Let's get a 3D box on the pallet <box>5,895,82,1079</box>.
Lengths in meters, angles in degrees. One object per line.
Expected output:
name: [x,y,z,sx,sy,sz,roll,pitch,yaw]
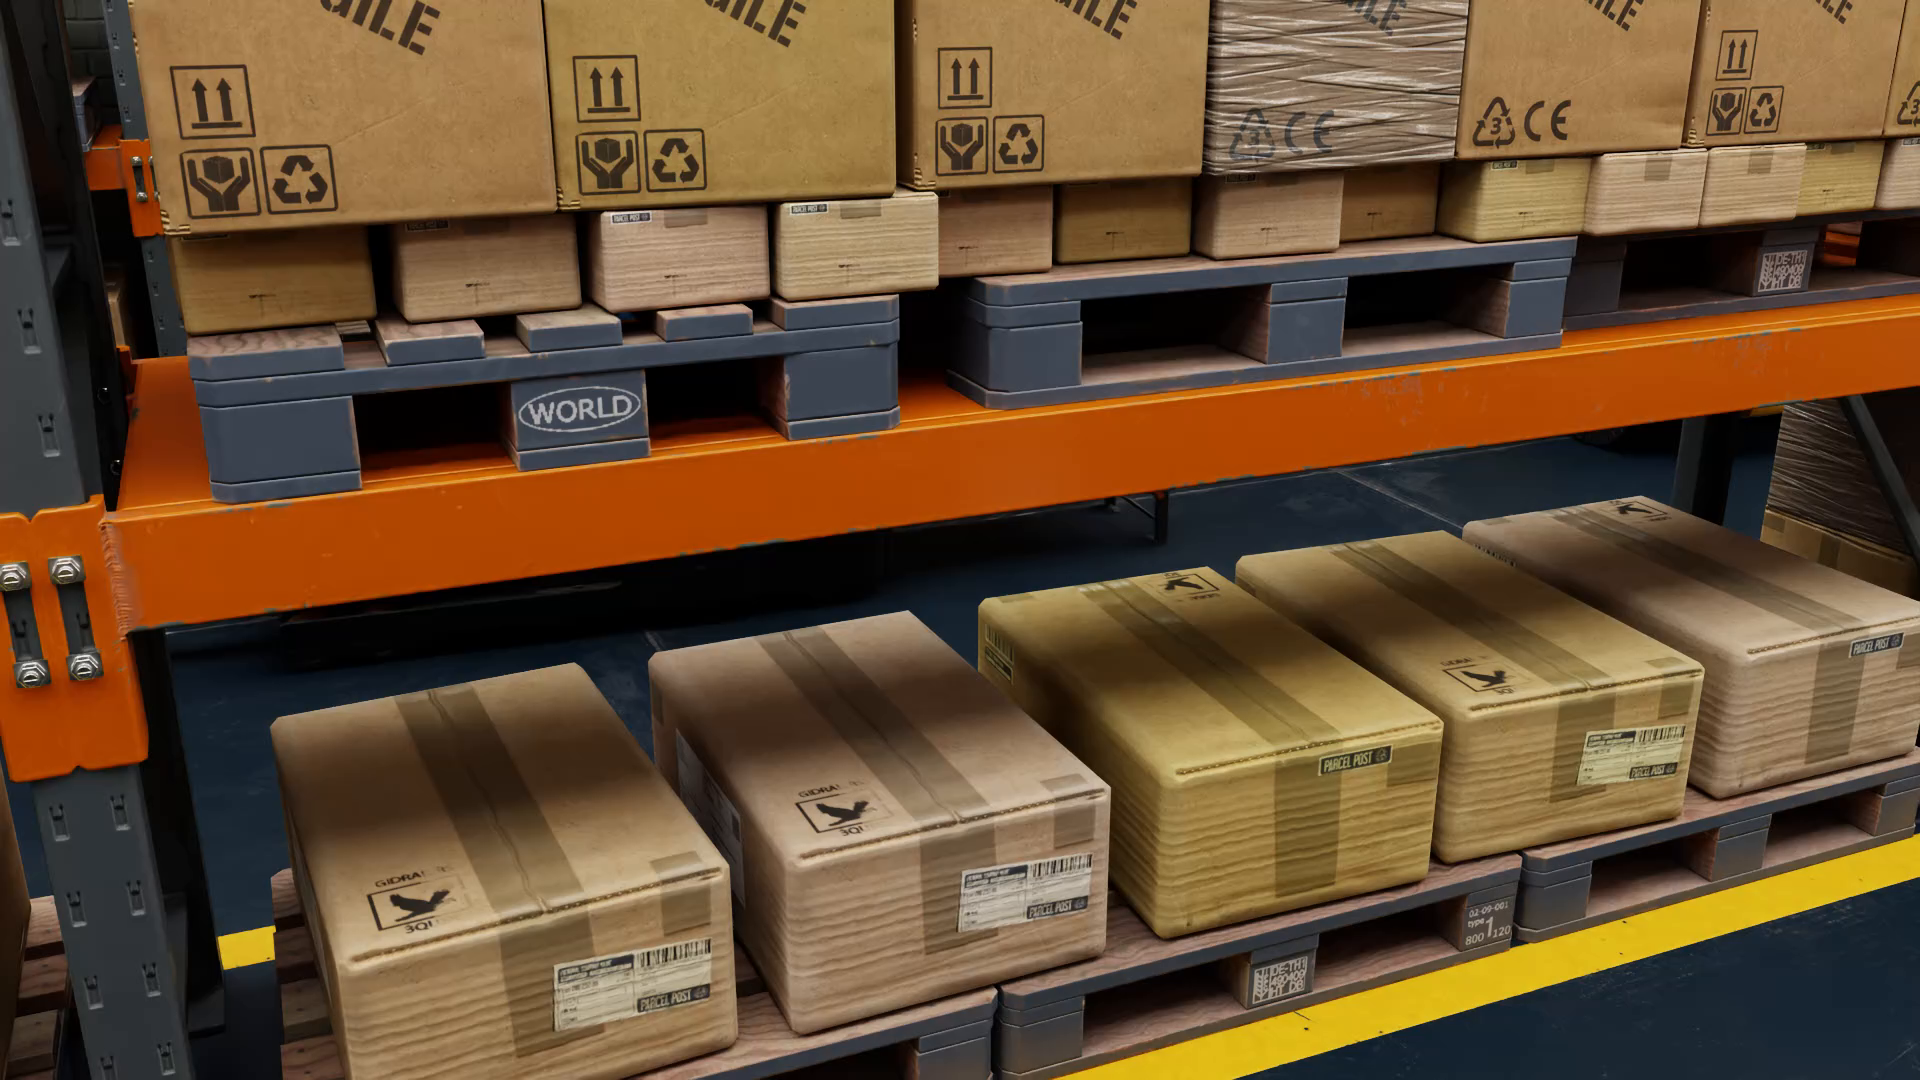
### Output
pallet: [-2.149,1.041,2.747,1.213,0.211,1.003,-8,21,-22]

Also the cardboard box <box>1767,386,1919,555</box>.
cardboard box: [2.715,-0.296,4.724,0.500,0.500,0.500,-8,21,-23]

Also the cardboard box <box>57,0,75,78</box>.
cardboard box: [-3.899,-2.093,6.668,0.500,0.500,0.500,-7,21,-19]

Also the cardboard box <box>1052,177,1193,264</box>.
cardboard box: [0.214,-0.604,2.967,0.250,0.149,0.380,-7,21,-20]

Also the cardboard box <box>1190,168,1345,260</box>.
cardboard box: [0.480,-0.618,3.008,0.250,0.149,0.380,-7,21,-20]

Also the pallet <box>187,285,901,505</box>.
pallet: [-0.783,-0.391,2.904,1.003,0.211,1.213,-8,21,-22]

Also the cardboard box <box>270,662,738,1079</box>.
cardboard box: [-0.872,0.615,3.083,0.625,0.372,0.950,-10,22,-26]

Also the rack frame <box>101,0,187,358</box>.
rack frame: [-3.365,-1.868,6.811,0.127,3.000,1.000,-8,21,-22]

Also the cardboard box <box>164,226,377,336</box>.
cardboard box: [-1.023,-0.421,2.446,0.250,0.149,0.380,-9,22,-25]

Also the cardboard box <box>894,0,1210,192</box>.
cardboard box: [0.070,-0.872,2.750,0.500,0.500,0.500,-8,21,-21]

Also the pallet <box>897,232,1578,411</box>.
pallet: [0.406,-0.537,3.320,1.213,0.211,1.003,-8,21,-22]

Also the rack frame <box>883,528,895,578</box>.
rack frame: [-0.315,-0.481,5.694,0.032,1.125,0.500,-6,20,-17]

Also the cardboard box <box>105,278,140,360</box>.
cardboard box: [-3.668,-0.766,6.812,0.500,0.500,0.500,-8,21,-20]

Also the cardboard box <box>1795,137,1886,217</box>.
cardboard box: [1.665,-0.779,3.465,0.250,0.149,0.380,-9,21,-24]

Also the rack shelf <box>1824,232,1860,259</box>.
rack shelf: [4.114,-0.805,4.875,4.000,0.370,1.077,-8,21,-22]

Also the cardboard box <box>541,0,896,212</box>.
cardboard box: [-0.415,-0.800,2.546,0.500,0.500,0.500,-7,21,-19]

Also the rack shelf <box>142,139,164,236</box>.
rack shelf: [-1.528,-1.792,7.678,4.000,0.370,1.077,-8,21,-22]

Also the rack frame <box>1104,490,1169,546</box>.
rack frame: [0.649,-0.589,6.000,0.032,1.125,0.500,-6,20,-17]

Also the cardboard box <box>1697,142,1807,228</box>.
cardboard box: [1.443,-0.735,3.338,0.250,0.149,0.380,-9,21,-23]

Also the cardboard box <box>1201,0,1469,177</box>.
cardboard box: [0.533,-0.935,2.930,0.500,0.500,0.500,-9,21,-24]

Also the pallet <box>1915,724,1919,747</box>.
pallet: [2.880,0.335,4.753,1.213,0.211,1.003,-8,21,-22]

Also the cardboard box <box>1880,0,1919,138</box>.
cardboard box: [1.944,-1.136,3.501,0.500,0.500,0.500,-9,21,-23]

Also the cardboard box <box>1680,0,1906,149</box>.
cardboard box: [1.490,-1.070,3.314,0.500,0.500,0.500,-8,21,-22]

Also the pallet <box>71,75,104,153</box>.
pallet: [-3.959,-1.667,6.529,1.003,0.211,1.213,-8,21,-22]

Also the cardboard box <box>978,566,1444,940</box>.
cardboard box: [0.501,0.418,3.644,0.625,0.372,0.950,-7,21,-20]

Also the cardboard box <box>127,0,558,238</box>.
cardboard box: [-0.890,-0.729,2.345,0.500,0.500,0.500,-9,21,-23]

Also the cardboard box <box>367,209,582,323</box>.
cardboard box: [-0.750,-0.447,2.522,0.250,0.149,0.380,-10,22,-25]

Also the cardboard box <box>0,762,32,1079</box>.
cardboard box: [-2.062,0.515,2.610,0.875,0.875,0.875,-8,21,-22]

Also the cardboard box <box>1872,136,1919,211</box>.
cardboard box: [1.915,-0.809,3.549,0.250,0.149,0.380,-8,21,-21]

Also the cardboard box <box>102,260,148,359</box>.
cardboard box: [-3.863,-0.917,7.242,0.500,0.500,0.500,-7,21,-20]

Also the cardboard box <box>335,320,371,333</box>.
cardboard box: [-2.787,-1.024,7.357,0.625,0.625,0.875,-7,21,-20]

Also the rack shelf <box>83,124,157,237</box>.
rack shelf: [-5.201,-1.266,6.183,4.000,0.370,1.077,-8,21,-22]

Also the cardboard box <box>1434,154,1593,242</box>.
cardboard box: [0.972,-0.679,3.180,0.250,0.149,0.380,-8,21,-22]

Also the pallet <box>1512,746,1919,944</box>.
pallet: [1.563,0.537,4.179,1.213,0.211,1.003,-8,21,-22]

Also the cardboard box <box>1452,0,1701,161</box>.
cardboard box: [1.013,-1.004,3.127,0.500,0.500,0.500,-7,21,-20]

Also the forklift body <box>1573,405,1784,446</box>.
forklift body: [2.962,-1.714,7.652,1.214,2.155,2.313,-8,21,-22]

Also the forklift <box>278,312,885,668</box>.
forklift: [-1.823,-1.198,5.012,3.031,2.935,1.130,-6,20,-17]

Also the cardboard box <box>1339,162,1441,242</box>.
cardboard box: [0.690,-0.676,3.170,0.250,0.149,0.380,-9,21,-24]

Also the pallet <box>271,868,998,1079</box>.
pallet: [-0.677,0.858,3.267,1.213,0.211,1.003,-8,21,-22]

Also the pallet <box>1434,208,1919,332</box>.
pallet: [1.518,-0.734,3.880,1.213,0.211,1.003,-8,21,-22]

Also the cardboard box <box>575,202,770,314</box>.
cardboard box: [-0.481,-0.469,2.585,0.250,0.149,0.380,-10,22,-25]

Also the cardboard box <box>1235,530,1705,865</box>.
cardboard box: [1.138,0.326,3.905,0.625,0.372,0.950,-7,21,-19]

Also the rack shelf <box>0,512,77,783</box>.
rack shelf: [-3.232,0.248,1.886,4.000,0.370,1.077,-8,21,-22]

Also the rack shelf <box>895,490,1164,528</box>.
rack shelf: [0.167,-0.304,5.928,1.000,0.278,0.538,-6,20,-17]

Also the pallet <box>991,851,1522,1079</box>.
pallet: [0.442,0.699,3.719,1.213,0.211,1.003,-8,21,-22]

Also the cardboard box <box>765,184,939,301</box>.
cardboard box: [-0.220,-0.499,2.670,0.250,0.149,0.380,-8,21,-22]

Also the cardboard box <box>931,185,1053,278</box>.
cardboard box: [-0.030,-0.555,2.827,0.250,0.149,0.380,-7,21,-19]

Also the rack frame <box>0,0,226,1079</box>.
rack frame: [-1.395,-0.355,2.513,0.127,3.000,1.000,-8,21,-22]

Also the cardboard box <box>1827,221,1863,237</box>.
cardboard box: [2.452,-0.898,4.434,0.250,0.149,0.380,-8,21,-22]

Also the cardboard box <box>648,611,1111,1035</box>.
cardboard box: [-0.198,0.516,3.365,0.625,0.372,0.950,-9,21,-23]

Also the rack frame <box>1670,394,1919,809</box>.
rack frame: [2.278,-0.881,4.008,0.127,3.000,1.000,-8,21,-22]

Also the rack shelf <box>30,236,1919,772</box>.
rack shelf: [0.441,-0.279,3.380,4.000,0.370,1.077,-8,21,-22]

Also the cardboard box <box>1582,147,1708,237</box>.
cardboard box: [1.210,-0.700,3.240,0.250,0.149,0.380,-8,21,-21]

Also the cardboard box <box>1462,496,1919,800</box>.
cardboard box: [1.797,0.230,4.176,0.625,0.372,0.950,-8,21,-21]

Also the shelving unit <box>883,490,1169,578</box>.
shelving unit: [0.167,-0.535,5.847,1.048,1.125,0.538,-6,20,-17]

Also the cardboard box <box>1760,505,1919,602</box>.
cardboard box: [2.714,0.058,4.849,0.500,0.250,0.500,-7,21,-19]
